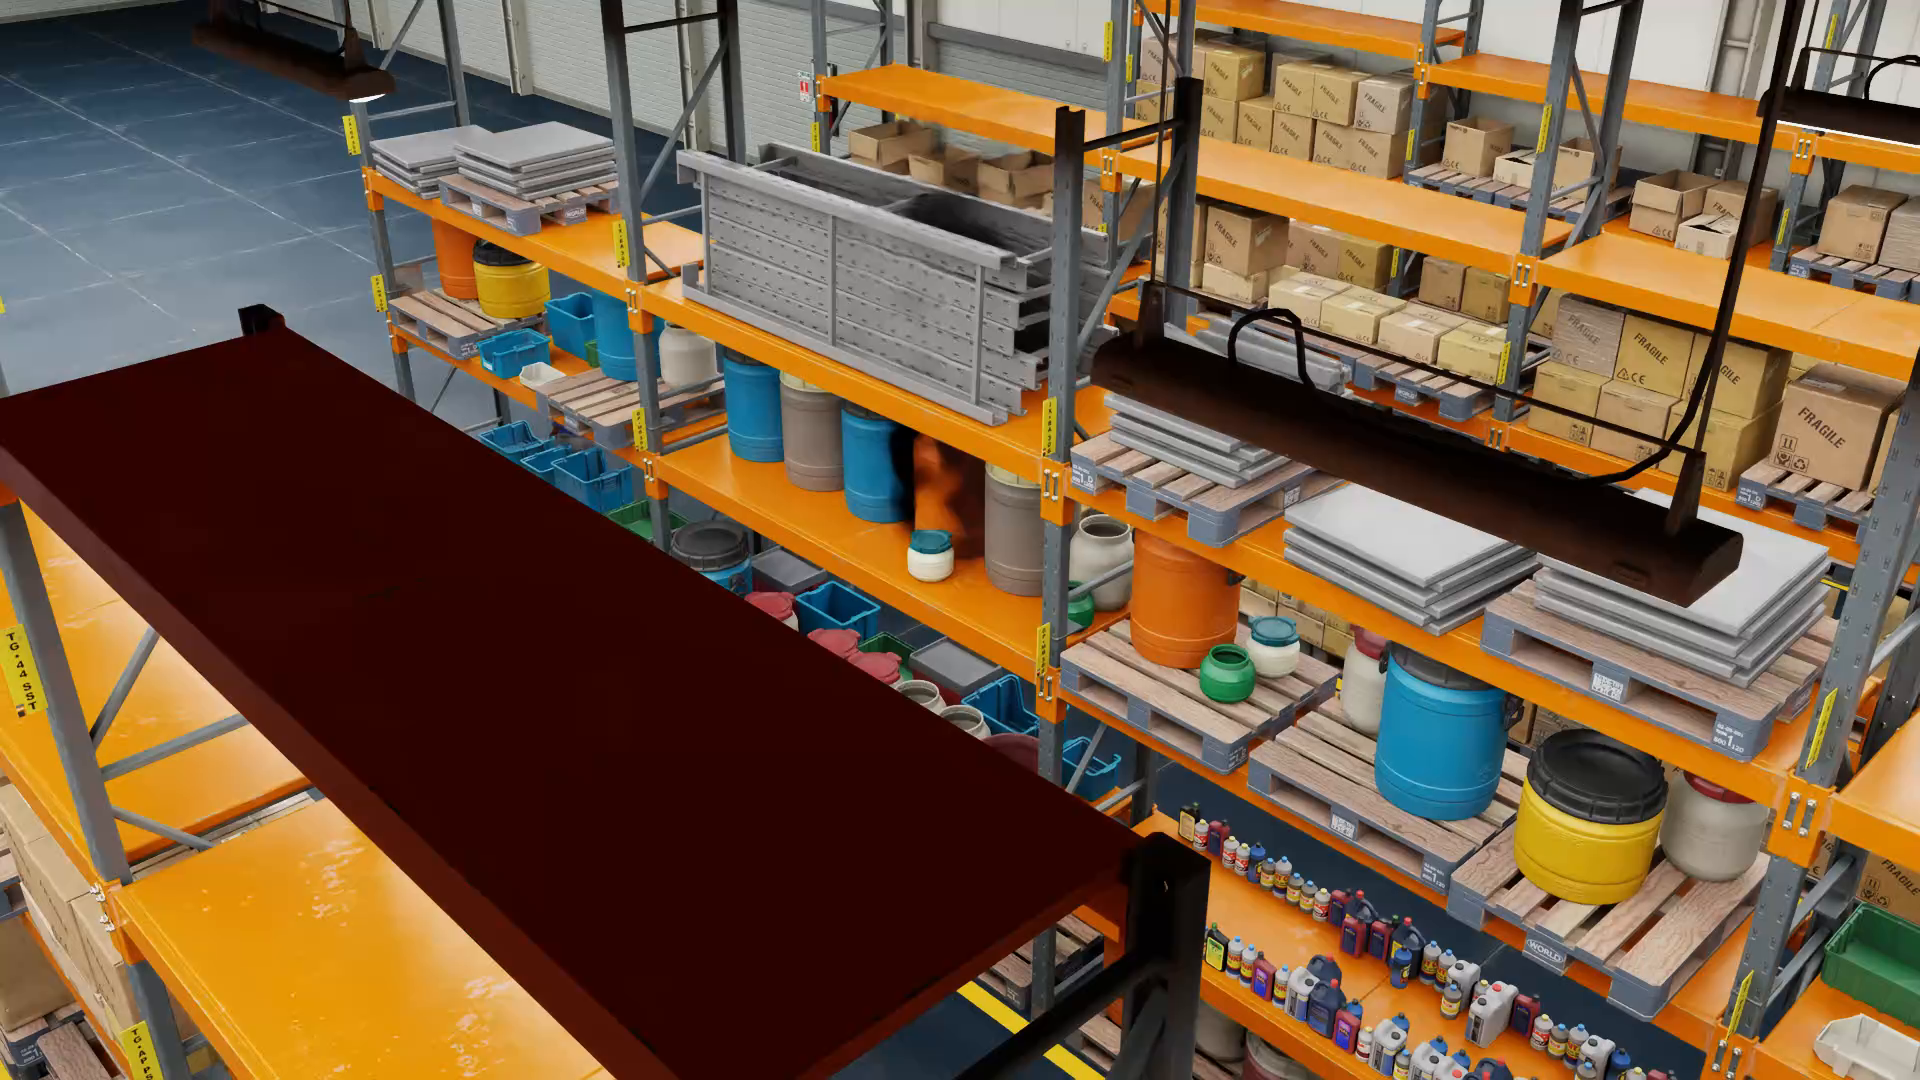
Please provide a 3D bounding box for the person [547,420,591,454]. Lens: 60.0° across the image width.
[{"bbox_3d":[-3.981,-0.999,17.008,0.589,1.614,0.595,14,31,25],"label":"person"}]
